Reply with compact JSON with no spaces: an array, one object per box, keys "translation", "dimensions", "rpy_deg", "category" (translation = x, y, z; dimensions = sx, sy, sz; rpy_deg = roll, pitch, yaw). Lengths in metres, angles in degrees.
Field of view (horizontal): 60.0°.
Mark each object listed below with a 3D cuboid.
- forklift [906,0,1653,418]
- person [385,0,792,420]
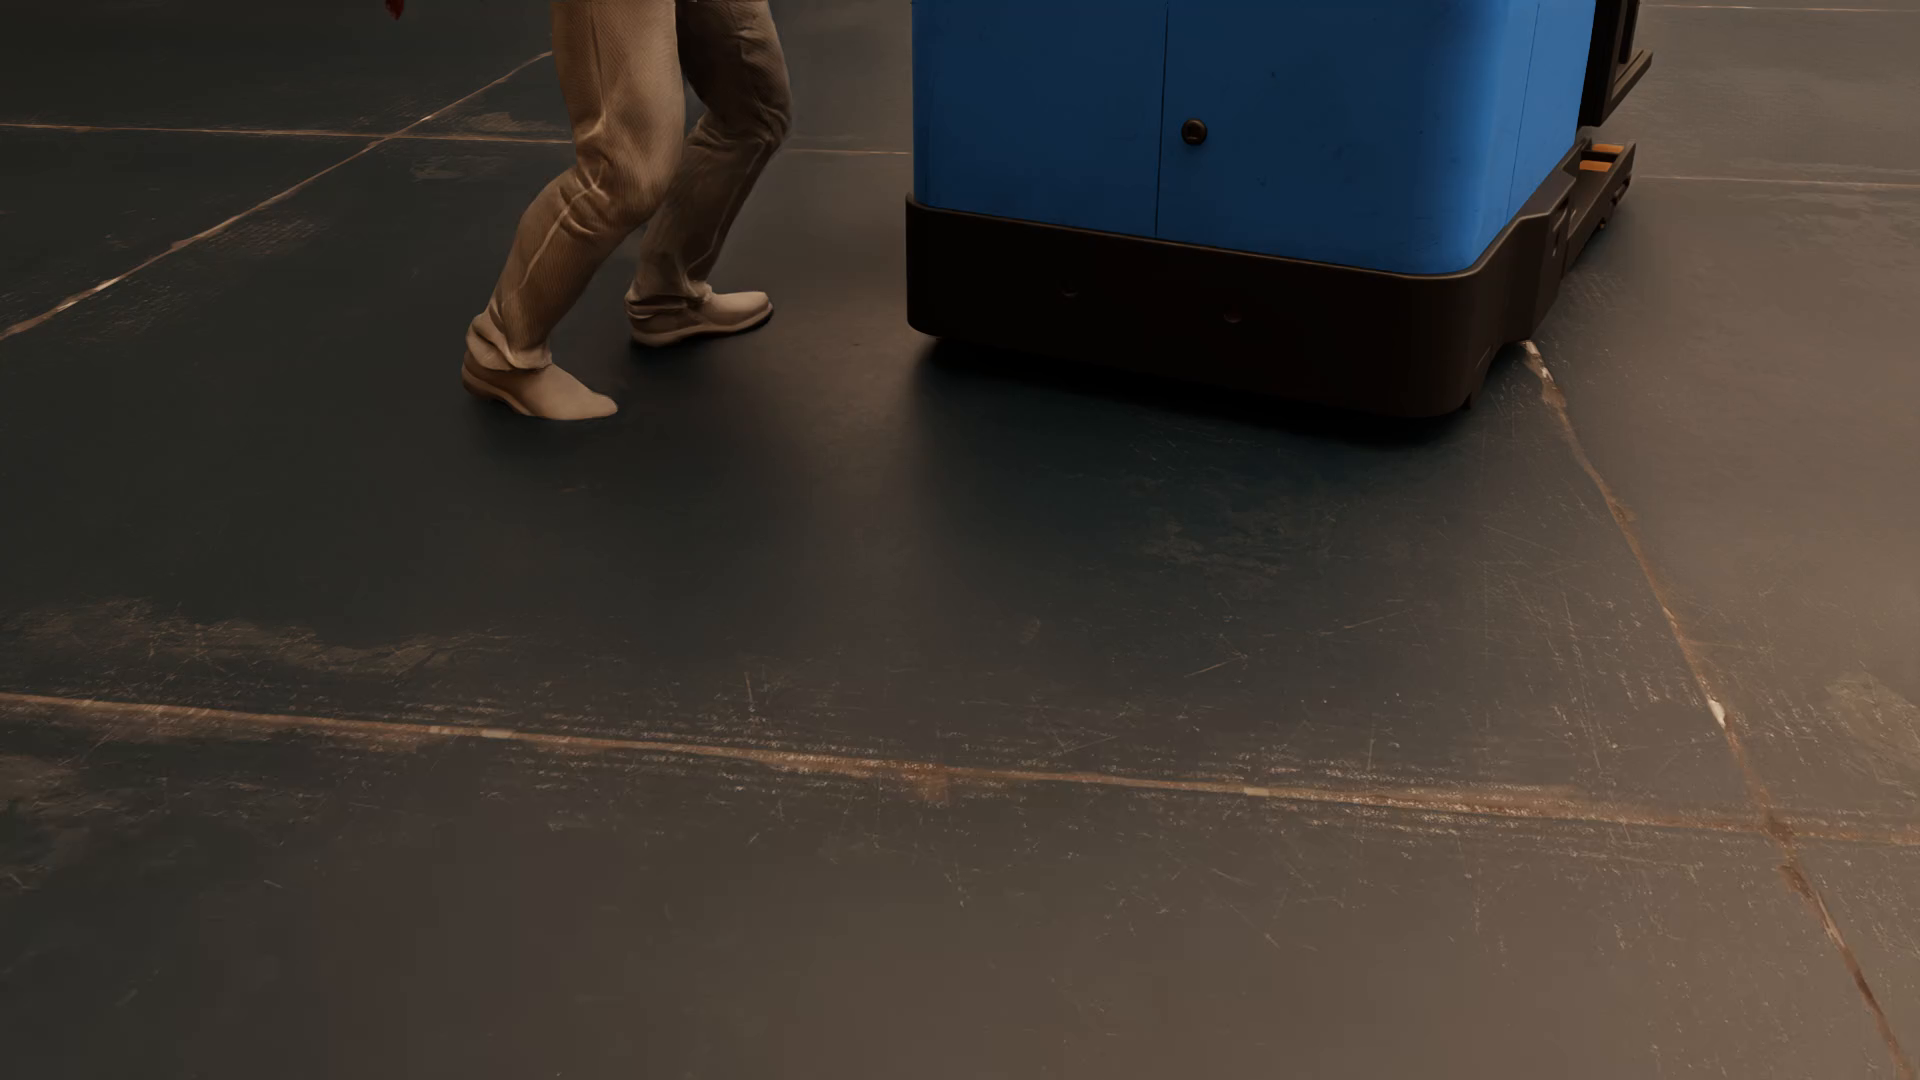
[{"translation":[1.029,-2.138,3.502],"dimensions":[1.130,2.935,3.031],"rpy_deg":[13,29,25],"category":"forklift"},{"translation":[-0.617,-1.025,2.697],"dimensions":[0.504,1.720,0.912],"rpy_deg":[8,28,16],"category":"person"}]
